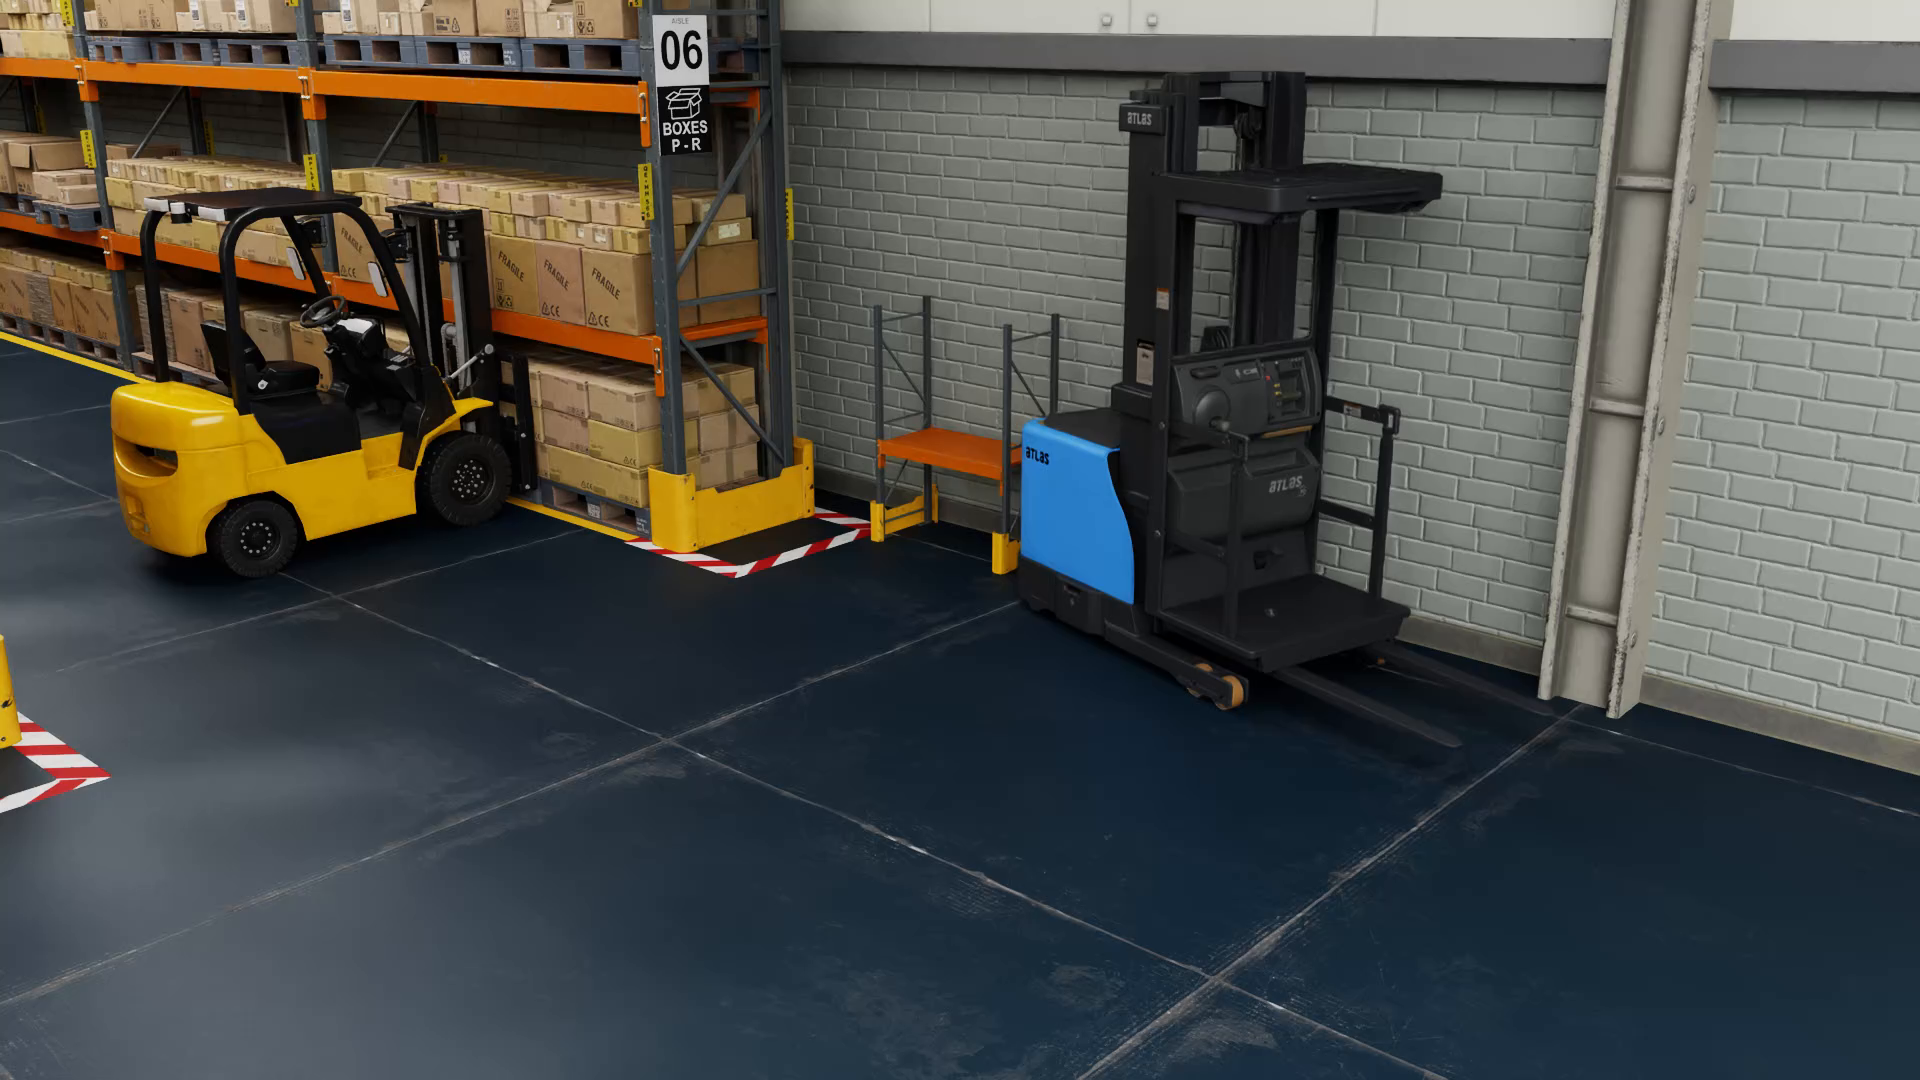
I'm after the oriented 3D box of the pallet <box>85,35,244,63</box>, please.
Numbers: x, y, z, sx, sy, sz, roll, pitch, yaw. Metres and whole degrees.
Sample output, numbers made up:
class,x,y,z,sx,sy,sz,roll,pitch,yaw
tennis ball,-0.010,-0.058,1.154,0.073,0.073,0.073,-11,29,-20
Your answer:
class,x,y,z,sx,sy,sz,roll,pitch,yaw
pallet,-6.898,-4.342,14.687,1.003,0.211,1.213,16,24,42

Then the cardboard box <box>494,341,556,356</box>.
class,x,y,z,sx,sy,sz,roll,pitch,yaw
cardboard box,-3.176,-1.203,11.643,0.500,0.250,0.500,14,23,38

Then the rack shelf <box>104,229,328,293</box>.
class,x,y,z,sx,sy,sz,roll,pitch,yaw
rack shelf,-5.969,-2.373,14.321,4.000,0.370,1.077,15,23,39

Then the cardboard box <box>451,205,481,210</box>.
class,x,y,z,sx,sy,sz,roll,pitch,yaw
cardboard box,-3.266,-2.233,11.452,0.250,0.149,0.380,14,23,38

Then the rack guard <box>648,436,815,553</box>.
class,x,y,z,sx,sy,sz,roll,pitch,yaw
rack guard,-1.463,-0.315,10.779,0.348,0.500,1.175,15,23,39

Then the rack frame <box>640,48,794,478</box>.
class,x,y,z,sx,sy,sz,roll,pitch,yaw
rack frame,-1.481,-1.512,10.416,0.127,3.000,1.000,15,23,39

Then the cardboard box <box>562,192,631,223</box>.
class,x,y,z,sx,sy,sz,roll,pitch,yaw
cardboard box,-2.308,-2.123,10.614,0.250,0.149,0.380,16,23,40

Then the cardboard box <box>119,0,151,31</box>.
class,x,y,z,sx,sy,sz,roll,pitch,yaw
cardboard box,-6.641,-4.564,14.050,0.500,0.500,0.700,14,23,38

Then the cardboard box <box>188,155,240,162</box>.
class,x,y,z,sx,sy,sz,roll,pitch,yaw
cardboard box,-6.817,-3.428,15.217,0.250,0.149,0.380,16,23,41

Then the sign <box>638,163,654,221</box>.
class,x,y,z,sx,sy,sz,roll,pitch,yaw
sign,-1.852,-2.056,9.827,0.005,0.325,0.100,15,23,39

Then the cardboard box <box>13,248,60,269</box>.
class,x,y,z,sx,sy,sz,roll,pitch,yaw
cardboard box,-9.531,-2.909,17.185,0.250,0.149,0.380,15,23,39

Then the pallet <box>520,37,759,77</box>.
class,x,y,z,sx,sy,sz,roll,pitch,yaw
pallet,-1.993,-3.047,10.441,1.213,0.211,1.003,15,23,39

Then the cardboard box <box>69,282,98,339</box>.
class,x,y,z,sx,sy,sz,roll,pitch,yaw
cardboard box,-8.291,-2.266,16.230,0.500,0.500,0.500,15,23,38

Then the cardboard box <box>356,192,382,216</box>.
class,x,y,z,sx,sy,sz,roll,pitch,yaw
cardboard box,-4.214,-2.496,12.282,0.250,0.149,0.380,16,23,41

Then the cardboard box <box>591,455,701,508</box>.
class,x,y,z,sx,sy,sz,roll,pitch,yaw
cardboard box,-2.042,-0.424,10.841,0.500,0.250,0.500,15,23,40

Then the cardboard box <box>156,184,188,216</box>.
class,x,y,z,sx,sy,sz,roll,pitch,yaw
cardboard box,-6.542,-2.930,14.308,0.500,0.250,0.500,14,23,38

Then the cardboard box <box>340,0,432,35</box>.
class,x,y,z,sx,sy,sz,roll,pitch,yaw
cardboard box,-4.013,-3.728,11.728,0.500,0.311,0.500,16,23,40

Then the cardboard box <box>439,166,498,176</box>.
class,x,y,z,sx,sy,sz,roll,pitch,yaw
cardboard box,-3.667,-2.708,12.456,0.250,0.149,0.380,15,23,39

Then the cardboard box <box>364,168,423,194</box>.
class,x,y,z,sx,sy,sz,roll,pitch,yaw
cardboard box,-4.164,-2.654,12.287,0.250,0.149,0.380,15,23,40

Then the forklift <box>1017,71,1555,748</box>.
class,x,y,z,sx,sy,sz,roll,pitch,yaw
forklift,1.554,-0.739,8.096,1.130,2.935,3.031,-11,21,-32

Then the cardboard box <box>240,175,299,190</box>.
class,x,y,z,sx,sy,sz,roll,pitch,yaw
cardboard box,-5.514,-2.822,13.306,0.250,0.149,0.380,14,22,38

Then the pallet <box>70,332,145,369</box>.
class,x,y,z,sx,sy,sz,roll,pitch,yaw
pallet,-7.998,-1.947,16.399,1.213,0.211,1.003,15,23,39

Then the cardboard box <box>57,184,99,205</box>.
class,x,y,z,sx,sy,sz,roll,pitch,yaw
cardboard box,-8.211,-3.243,15.594,0.250,0.149,0.380,16,23,40

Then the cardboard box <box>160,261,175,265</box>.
class,x,y,z,sx,sy,sz,roll,pitch,yaw
cardboard box,-7.829,-2.670,16.433,0.250,0.149,0.380,16,24,41

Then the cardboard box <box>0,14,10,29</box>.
class,x,y,z,sx,sy,sz,roll,pitch,yaw
cardboard box,-9.330,-5.026,16.087,0.250,0.149,0.380,16,23,40

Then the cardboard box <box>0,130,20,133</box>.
class,x,y,z,sx,sy,sz,roll,pitch,yaw
cardboard box,-10.243,-4.021,17.464,0.500,0.500,0.700,16,23,41

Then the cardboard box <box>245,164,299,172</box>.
class,x,y,z,sx,sy,sz,roll,pitch,yaw
cardboard box,-5.926,-3.151,14.345,0.250,0.149,0.380,16,24,41

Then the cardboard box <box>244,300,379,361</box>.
class,x,y,z,sx,sy,sz,roll,pitch,yaw
cardboard box,-5.446,-1.643,14.061,0.625,0.625,0.875,15,23,39

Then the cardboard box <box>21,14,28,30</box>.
class,x,y,z,sx,sy,sz,roll,pitch,yaw
cardboard box,-8.619,-4.899,15.721,0.250,0.149,0.380,15,23,40

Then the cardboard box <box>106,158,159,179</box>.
class,x,y,z,sx,sy,sz,roll,pitch,yaw
cardboard box,-7.422,-3.344,14.953,0.250,0.149,0.380,16,24,41

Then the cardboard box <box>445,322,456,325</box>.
class,x,y,z,sx,sy,sz,roll,pitch,yaw
cardboard box,-3.588,-1.528,12.665,0.500,0.250,0.500,15,23,38

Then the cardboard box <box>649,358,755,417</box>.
class,x,y,z,sx,sy,sz,roll,pitch,yaw
cardboard box,-1.715,-1.017,11.056,0.500,0.250,0.500,15,23,38

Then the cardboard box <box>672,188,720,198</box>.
class,x,y,z,sx,sy,sz,roll,pitch,yaw
cardboard box,-1.748,-2.194,10.835,0.250,0.149,0.380,16,24,41

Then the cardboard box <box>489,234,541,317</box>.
class,x,y,z,sx,sy,sz,roll,pitch,yaw
cardboard box,-2.789,-1.808,11.184,0.500,0.500,0.500,14,23,38

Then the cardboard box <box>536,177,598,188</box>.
class,x,y,z,sx,sy,sz,roll,pitch,yaw
cardboard box,-2.729,-2.443,11.622,0.250,0.149,0.380,15,23,40

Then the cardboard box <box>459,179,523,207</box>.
class,x,y,z,sx,sy,sz,roll,pitch,yaw
cardboard box,-3.217,-2.396,11.472,0.250,0.149,0.380,15,23,39

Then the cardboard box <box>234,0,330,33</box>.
class,x,y,z,sx,sy,sz,roll,pitch,yaw
cardboard box,-5.176,-4.040,12.712,0.500,0.311,0.500,14,22,38

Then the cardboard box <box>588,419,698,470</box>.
class,x,y,z,sx,sy,sz,roll,pitch,yaw
cardboard box,-2.053,-0.667,10.778,0.500,0.250,0.500,15,23,39

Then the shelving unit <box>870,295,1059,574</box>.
class,x,y,z,sx,sy,sz,roll,pitch,yaw
shelving unit,0.025,-0.679,10.272,1.083,1.500,0.587,14,23,38

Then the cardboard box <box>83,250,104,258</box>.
class,x,y,z,sx,sy,sz,roll,pitch,yaw
cardboard box,-8.824,-2.922,17.227,0.250,0.149,0.380,14,22,37

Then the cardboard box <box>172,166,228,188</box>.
class,x,y,z,sx,sy,sz,roll,pitch,yaw
cardboard box,-6.450,-3.087,14.143,0.250,0.149,0.380,16,23,40

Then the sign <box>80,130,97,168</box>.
class,x,y,z,sx,sy,sz,roll,pitch,yaw
sign,-7.818,-3.507,14.921,0.005,0.325,0.100,15,23,39

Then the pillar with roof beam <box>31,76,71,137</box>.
class,x,y,z,sx,sy,sz,roll,pitch,yaw
pillar with roof beam,-13.237,-6.150,15.115,0.400,9.000,9.100,15,23,39

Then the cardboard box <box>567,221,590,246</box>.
class,x,y,z,sx,sy,sz,roll,pitch,yaw
cardboard box,-2.291,-1.985,10.671,0.250,0.149,0.380,16,23,40

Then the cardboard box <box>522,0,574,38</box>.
class,x,y,z,sx,sy,sz,roll,pitch,yaw
cardboard box,-2.492,-3.274,10.372,0.258,0.266,0.396,15,23,39

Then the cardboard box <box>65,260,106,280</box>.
class,x,y,z,sx,sy,sz,roll,pitch,yaw
cardboard box,-8.562,-2.652,16.374,0.250,0.149,0.380,16,24,41

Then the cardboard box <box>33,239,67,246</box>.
class,x,y,z,sx,sy,sz,roll,pitch,yaw
cardboard box,-9.789,-3.179,18.035,0.250,0.149,0.380,15,23,39

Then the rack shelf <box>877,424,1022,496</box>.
class,x,y,z,sx,sy,sz,roll,pitch,yaw
rack shelf,0.032,-0.506,10.321,1.000,0.185,0.538,14,23,38

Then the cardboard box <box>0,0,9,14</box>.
class,x,y,z,sx,sy,sz,roll,pitch,yaw
cardboard box,-8.889,-5.071,15.768,0.250,0.149,0.380,15,23,39

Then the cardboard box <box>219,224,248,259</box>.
class,x,y,z,sx,sy,sz,roll,pitch,yaw
cardboard box,-5.754,-2.492,13.752,0.500,0.250,0.500,15,23,40
